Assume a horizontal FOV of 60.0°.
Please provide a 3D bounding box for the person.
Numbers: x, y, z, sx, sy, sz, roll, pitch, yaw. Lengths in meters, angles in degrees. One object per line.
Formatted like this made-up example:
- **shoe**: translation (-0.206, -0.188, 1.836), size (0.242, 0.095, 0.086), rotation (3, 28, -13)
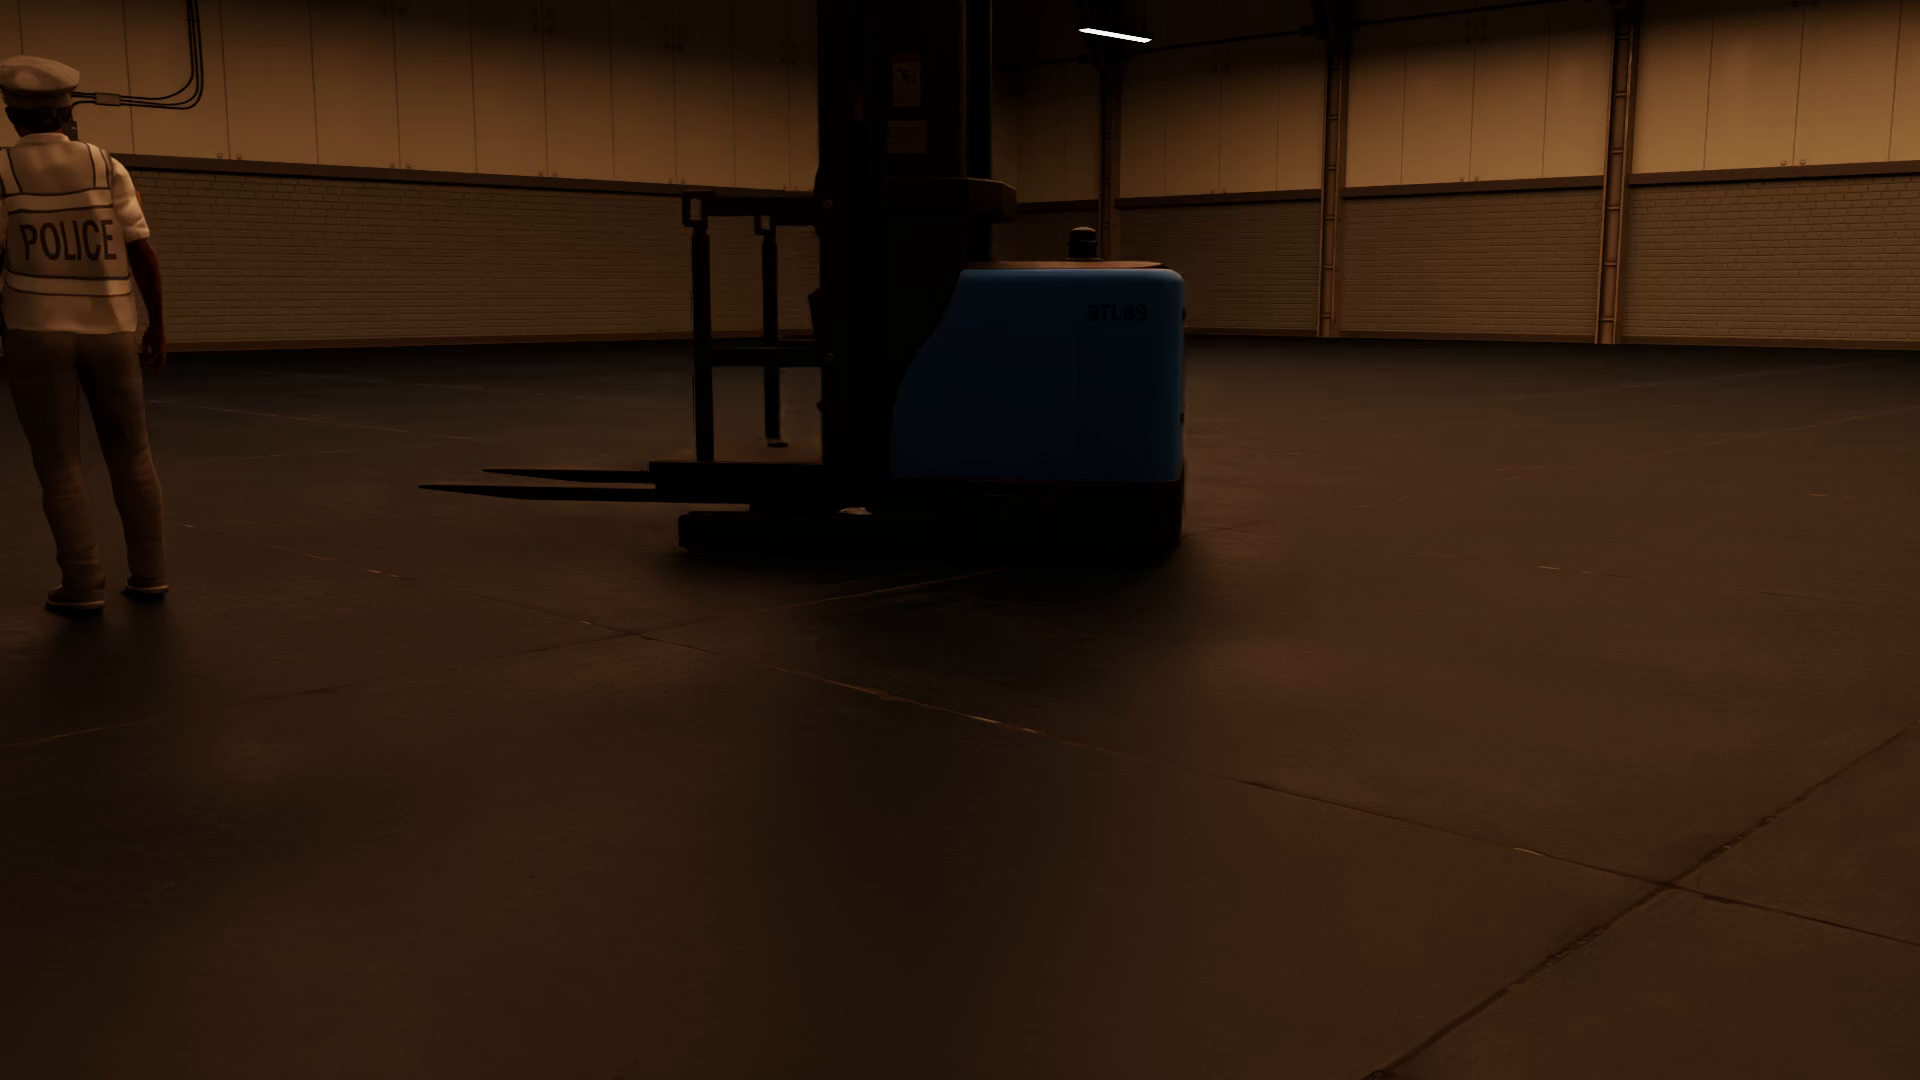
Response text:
- **person**: translation (-2.787, -0.628, 5.183), size (0.564, 1.697, 0.525), rotation (-7, 11, -37)

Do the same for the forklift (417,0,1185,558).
- **forklift**: translation (-0.629, -1.460, 6.573), size (3.031, 2.935, 1.130), rotation (1, 9, 8)
